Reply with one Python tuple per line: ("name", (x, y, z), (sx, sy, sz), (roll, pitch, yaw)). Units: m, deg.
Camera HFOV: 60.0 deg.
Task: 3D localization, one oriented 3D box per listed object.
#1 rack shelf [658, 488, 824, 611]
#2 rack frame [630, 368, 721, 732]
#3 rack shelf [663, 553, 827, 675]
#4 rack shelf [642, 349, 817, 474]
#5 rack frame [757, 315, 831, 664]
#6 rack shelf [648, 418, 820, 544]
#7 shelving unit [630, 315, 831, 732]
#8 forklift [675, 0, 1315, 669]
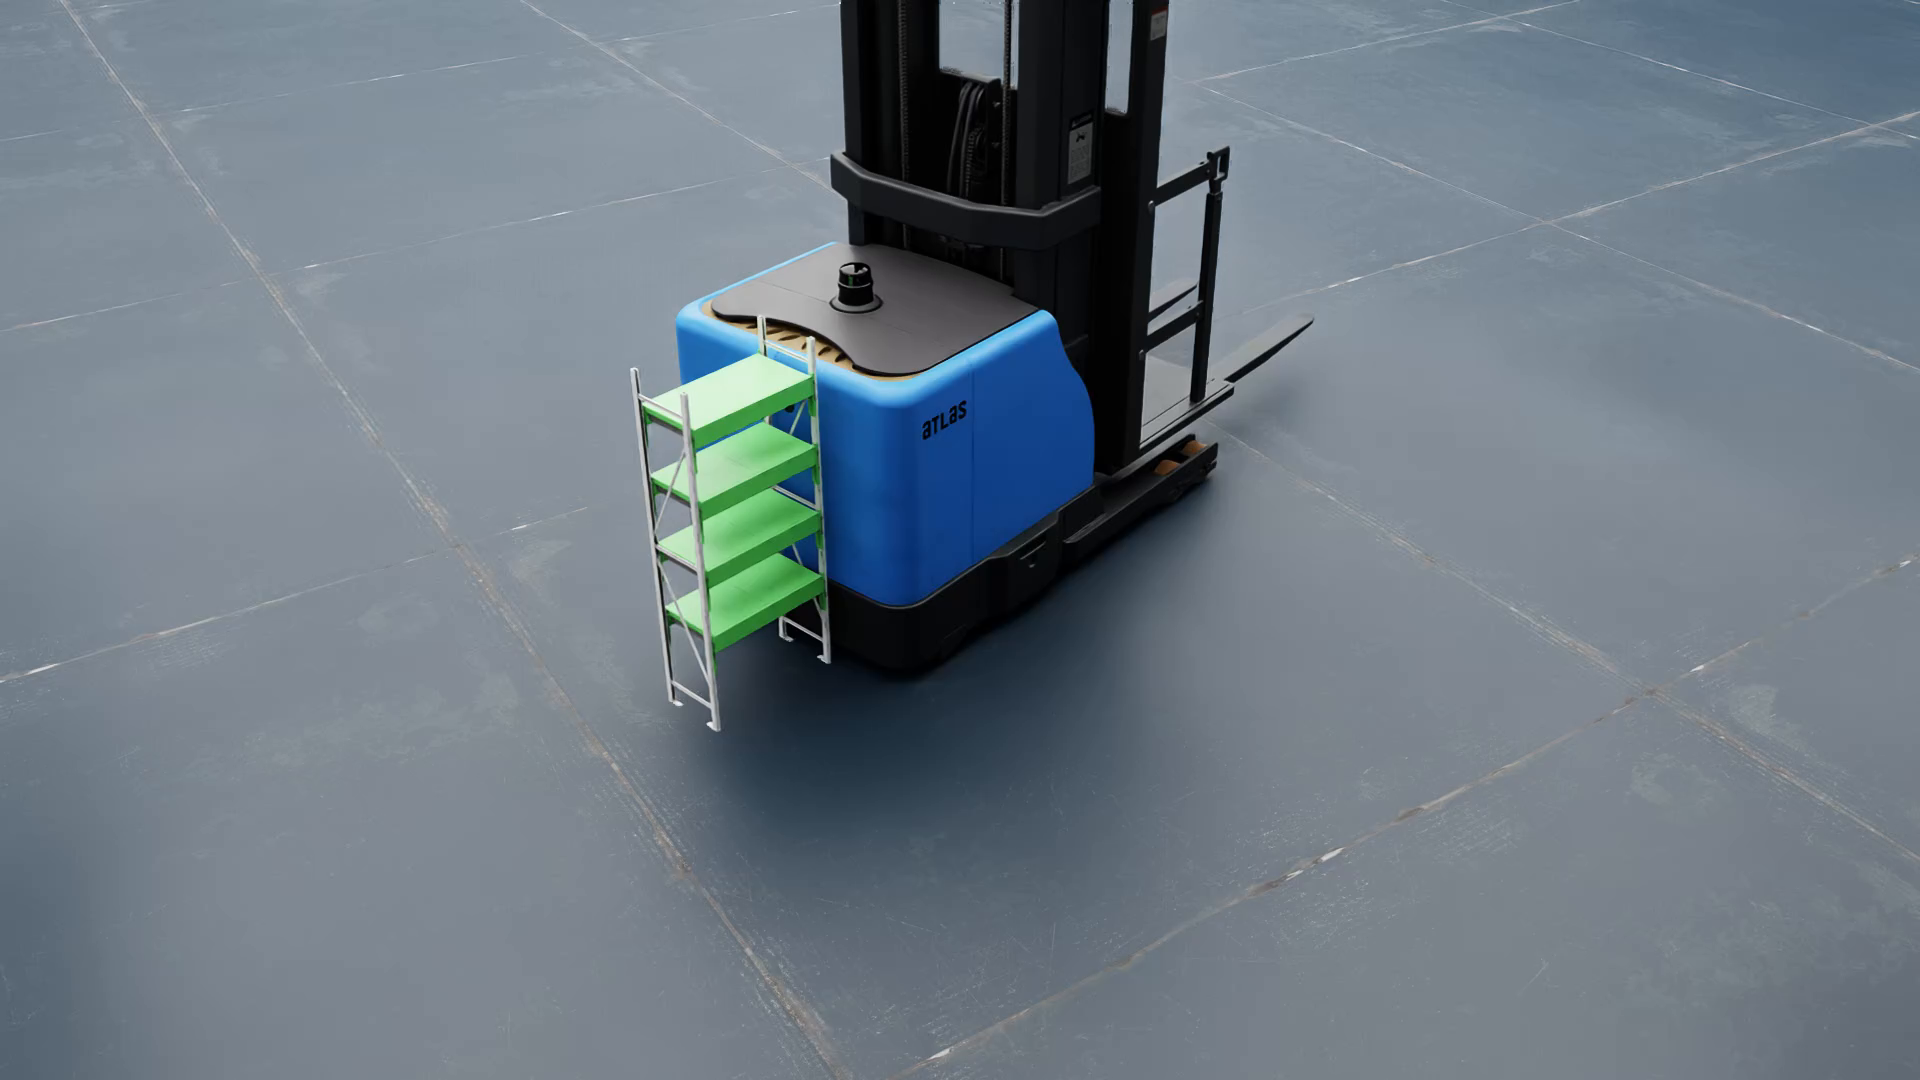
("rack shelf", (-0.690, 0.015, 5.221), (0.258, 0.148, 0.480), (26, 40, 35))
("rack frame", (-0.854, 0.058, 5.034), (0.240, 1.200, 0.015), (26, 40, 35))
("rack shelf", (-0.690, 0.218, 5.349), (0.258, 0.148, 0.480), (26, 40, 35))
("rack shelf", (-0.690, -0.391, 4.965), (0.258, 0.148, 0.480), (26, 40, 35))
("rack frame", (-0.527, -0.135, 5.340), (0.240, 1.200, 0.015), (26, 40, 35))
("rack shelf", (-0.690, -0.188, 5.093), (0.258, 0.148, 0.480), (26, 40, 35))
("shelving unit", (-0.690, -0.039, 5.187), (0.258, 1.200, 0.503), (26, 40, 35))
("forklift", (0.369, -1.536, 5.938), (1.130, 2.935, 3.031), (23, 39, 32))
